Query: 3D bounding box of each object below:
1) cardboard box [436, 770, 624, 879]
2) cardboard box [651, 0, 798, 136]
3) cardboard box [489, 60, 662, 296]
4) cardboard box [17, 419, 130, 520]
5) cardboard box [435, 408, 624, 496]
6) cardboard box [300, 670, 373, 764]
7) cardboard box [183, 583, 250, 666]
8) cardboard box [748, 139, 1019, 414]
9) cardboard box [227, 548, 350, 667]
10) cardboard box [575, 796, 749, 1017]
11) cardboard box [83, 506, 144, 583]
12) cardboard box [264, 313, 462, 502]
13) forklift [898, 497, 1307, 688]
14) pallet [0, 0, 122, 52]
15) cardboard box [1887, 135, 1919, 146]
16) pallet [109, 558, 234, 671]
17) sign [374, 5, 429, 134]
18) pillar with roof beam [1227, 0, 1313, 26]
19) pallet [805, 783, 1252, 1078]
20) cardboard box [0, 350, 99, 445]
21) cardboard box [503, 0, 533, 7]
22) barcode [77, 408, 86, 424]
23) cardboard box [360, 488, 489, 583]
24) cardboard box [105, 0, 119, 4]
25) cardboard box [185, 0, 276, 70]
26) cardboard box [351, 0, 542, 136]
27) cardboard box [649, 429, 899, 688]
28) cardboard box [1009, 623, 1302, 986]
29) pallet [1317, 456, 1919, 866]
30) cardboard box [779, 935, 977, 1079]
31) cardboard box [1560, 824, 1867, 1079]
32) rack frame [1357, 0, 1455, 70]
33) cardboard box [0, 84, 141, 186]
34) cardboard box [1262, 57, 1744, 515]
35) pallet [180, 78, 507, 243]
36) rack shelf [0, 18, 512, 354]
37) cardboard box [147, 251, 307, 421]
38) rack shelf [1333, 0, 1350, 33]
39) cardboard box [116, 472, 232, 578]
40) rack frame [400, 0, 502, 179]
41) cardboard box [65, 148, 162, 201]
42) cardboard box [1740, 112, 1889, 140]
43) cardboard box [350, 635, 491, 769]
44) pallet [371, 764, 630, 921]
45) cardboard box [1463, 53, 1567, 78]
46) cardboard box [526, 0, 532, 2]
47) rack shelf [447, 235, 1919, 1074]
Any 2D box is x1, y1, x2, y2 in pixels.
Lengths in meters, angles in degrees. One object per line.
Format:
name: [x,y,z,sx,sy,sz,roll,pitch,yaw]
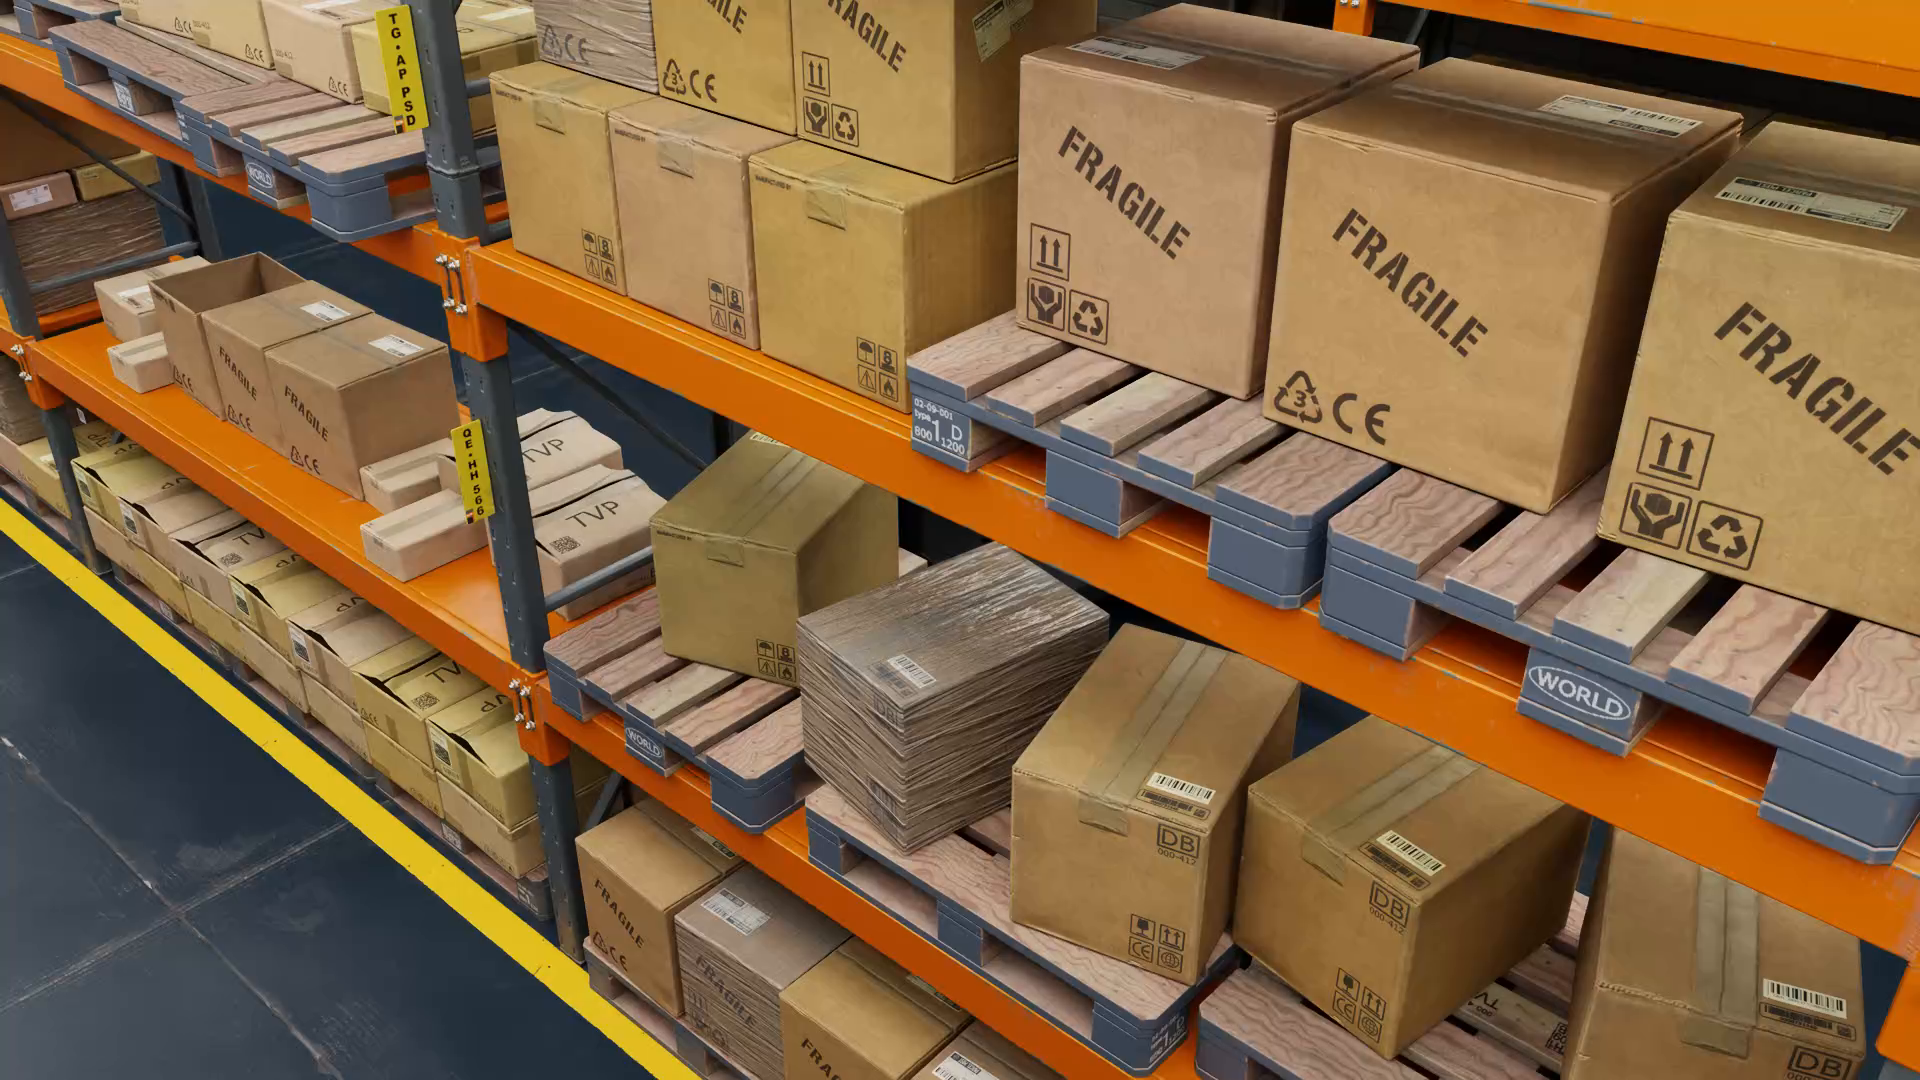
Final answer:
cardboard box: [-1.664,0.987,6.461,0.500,0.250,0.500,26,40,36]
cardboard box: [-0.413,-1.349,4.107,0.500,0.500,0.500,25,39,35]
cardboard box: [-0.764,-1.112,4.684,0.500,0.500,0.910,25,39,35]
cardboard box: [-4.566,-0.385,8.741,0.500,0.250,0.500,25,39,35]
cardboard box: [-1.643,-0.268,6.373,0.500,0.311,0.500,25,39,35]
cardboard box: [-2.419,0.635,7.046,0.500,0.250,0.500,26,40,36]
cardboard box: [-3.179,0.281,7.633,0.500,0.250,0.500,24,38,34]
cardboard box: [0.000,-0.756,4.091,0.500,0.500,0.910,25,39,35]
cardboard box: [-2.796,0.221,7.189,0.500,0.311,0.500,26,40,36]
cardboard box: [-0.964,1.227,5.800,0.500,0.500,0.500,27,40,37]
cardboard box: [-3.943,-0.074,8.224,0.500,0.250,0.500,24,38,34]
cardboard box: [-2.365,-0.540,6.641,0.500,0.500,0.500,23,38,33]
forklift: [0.363,-0.965,7.512,1.130,2.935,3.031,-21,37,-31]
pallet: [-3.413,-2.209,6.789,1.217,0.209,0.805,23,38,33]
cardboard box: [4.243,-1.542,7.272,0.500,0.250,0.500,24,38,34]
pallet: [-3.503,0.128,8.332,1.213,0.211,1.003,25,39,35]
sign: [-1.488,-1.253,4.437,0.005,0.325,0.100,25,39,35]
pillar with roof beam: [-1.061,-3.522,5.876,0.400,9.000,9.100,25,39,35]
pallet: [0.335,0.831,4.647,1.213,0.211,1.003,25,39,35]
cardboard box: [-4.929,-0.884,8.842,0.500,0.500,0.500,25,39,35]
cardboard box: [-3.177,-4.066,12.722,0.500,0.250,0.500,24,38,34]
barcode: [-4.166,-0.588,7.884,0.075,0.075,0.001,25,39,35]
cardboard box: [-1.962,-0.020,6.119,0.250,0.149,0.380,25,39,35]
cardboard box: [-3.216,-2.301,6.494,0.500,0.250,0.500,21,37,31]
cardboard box: [-2.301,-1.835,5.720,0.500,0.250,0.500,24,39,34]
cardboard box: [-1.484,-1.458,5.094,0.500,0.250,0.500,22,37,32]
cardboard box: [-0.567,0.030,5.288,0.500,0.500,0.700,12,33,19]
cardboard box: [0.504,0.652,4.255,0.500,0.500,0.700,15,34,23]
pallet: [1.419,0.005,3.107,1.003,0.211,1.213,25,39,35]
cardboard box: [-0.204,1.582,5.212,0.500,0.500,0.500,24,39,34]
cardboard box: [1.655,0.990,3.693,0.500,0.500,0.700,12,33,19]
rack frame: [2.211,-1.818,8.861,0.127,3.000,1.000,25,39,35]
cardboard box: [-4.409,-2.056,7.903,0.500,0.500,0.700,25,39,35]
cardboard box: [1.021,-0.514,3.186,0.600,0.600,0.600,25,39,35]
pallet: [-1.673,-1.327,5.321,1.003,0.211,1.213,27,40,37]
rack shelf: [-2.593,-1.591,6.274,4.000,0.370,1.077,25,39,35]
cardboard box: [-3.127,-0.895,7.232,0.500,0.500,0.500,-26,40,-36]
rack shelf: [0.728,-3.487,9.423,4.000,0.370,1.077,25,39,35]
cardboard box: [-3.569,-0.135,7.781,0.500,0.311,0.500,25,39,35]
rack frame: [-1.110,-2.492,4.165,0.127,3.000,1.000,25,39,35]
cardboard box: [-4.145,-1.794,8.096,0.250,0.149,0.380,25,39,35]
cardboard box: [3.859,-1.725,7.575,0.500,0.250,0.500,24,38,34]
cardboard box: [-2.053,0.571,6.608,0.500,0.311,0.500,24,39,34]
pallet: [-1.694,0.973,6.930,1.213,0.211,1.003,25,39,35]
cardboard box: [2.722,-2.260,8.464,0.500,0.250,0.500,26,40,36]
cardboard box: [-3.208,-4.397,12.545,0.500,0.500,0.500,25,39,35]
rack shelf: [0.373,-0.207,3.975,4.000,0.370,1.077,25,39,35]
